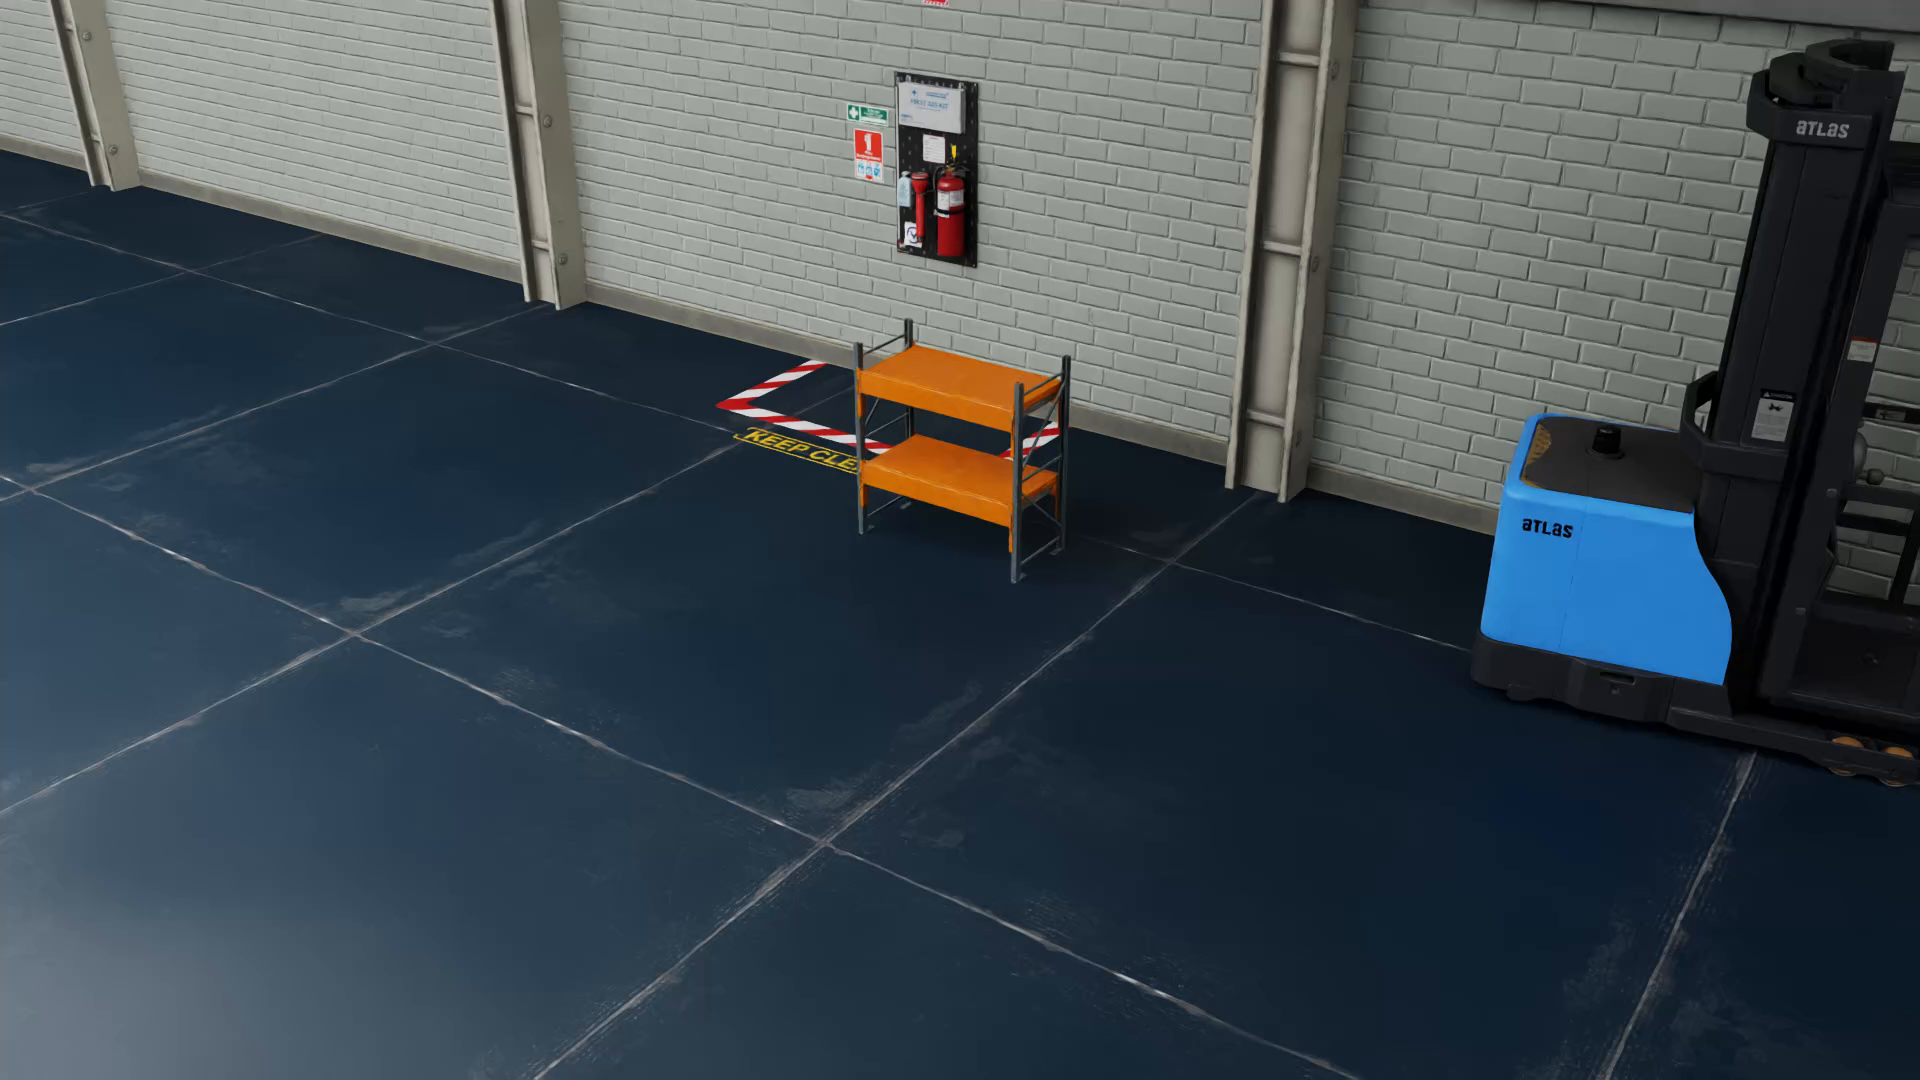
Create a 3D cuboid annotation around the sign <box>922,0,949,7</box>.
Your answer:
[{"bbox_3d":[-0.147,-3.379,10.027,0.199,0.298,0.001,17,32,30],"label":"sign"}]

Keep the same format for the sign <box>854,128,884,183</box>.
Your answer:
[{"bbox_3d":[-0.595,-2.503,10.823,0.234,0.329,0.001,17,32,30],"label":"sign"}]

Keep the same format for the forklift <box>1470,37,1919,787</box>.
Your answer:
[{"bbox_3d":[3.970,-0.519,7.038,3.031,2.935,1.130,11,29,21],"label":"forklift"}]

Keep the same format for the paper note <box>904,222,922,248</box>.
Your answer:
[{"bbox_3d":[-0.304,-1.986,10.816,0.142,0.148,0.016,17,32,30],"label":"paper note"}]

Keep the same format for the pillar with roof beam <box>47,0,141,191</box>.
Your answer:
[{"bbox_3d":[-10.511,-5.804,10.733,0.400,9.000,9.100,17,32,30],"label":"pillar with roof beam"}]

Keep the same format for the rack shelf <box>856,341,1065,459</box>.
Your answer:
[{"bbox_3d":[0.006,-0.760,8.859,1.000,0.278,0.538,17,32,30],"label":"rack shelf"}]

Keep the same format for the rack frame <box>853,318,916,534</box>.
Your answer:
[{"bbox_3d":[-0.413,-0.630,9.248,0.032,1.125,0.500,17,32,30],"label":"rack frame"}]

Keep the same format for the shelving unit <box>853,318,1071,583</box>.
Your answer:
[{"bbox_3d":[0.006,-0.500,8.991,1.048,1.125,0.538,17,32,30],"label":"shelving unit"}]

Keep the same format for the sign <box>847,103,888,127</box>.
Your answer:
[{"bbox_3d":[-0.596,-2.735,10.693,0.331,0.109,0.001,17,32,30],"label":"sign"}]

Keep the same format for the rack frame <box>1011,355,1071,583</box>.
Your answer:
[{"bbox_3d":[0.425,-0.369,8.735,0.032,1.125,0.500,17,32,30],"label":"rack frame"}]

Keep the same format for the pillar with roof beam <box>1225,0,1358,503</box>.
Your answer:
[{"bbox_3d":[-0.619,-2.722,4.678,0.400,9.000,9.100,17,32,30],"label":"pillar with roof beam"}]

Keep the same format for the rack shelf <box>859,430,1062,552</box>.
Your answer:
[{"bbox_3d":[0.006,-0.282,9.102,1.000,0.278,0.538,17,32,30],"label":"rack shelf"}]

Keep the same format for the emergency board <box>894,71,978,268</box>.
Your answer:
[{"bbox_3d":[-0.197,-2.307,10.476,0.643,1.169,0.194,17,32,30],"label":"emergency board"}]

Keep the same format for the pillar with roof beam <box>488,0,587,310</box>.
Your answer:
[{"bbox_3d":[-5.565,-4.263,7.705,0.400,9.000,9.100,17,32,30],"label":"pillar with roof beam"}]
